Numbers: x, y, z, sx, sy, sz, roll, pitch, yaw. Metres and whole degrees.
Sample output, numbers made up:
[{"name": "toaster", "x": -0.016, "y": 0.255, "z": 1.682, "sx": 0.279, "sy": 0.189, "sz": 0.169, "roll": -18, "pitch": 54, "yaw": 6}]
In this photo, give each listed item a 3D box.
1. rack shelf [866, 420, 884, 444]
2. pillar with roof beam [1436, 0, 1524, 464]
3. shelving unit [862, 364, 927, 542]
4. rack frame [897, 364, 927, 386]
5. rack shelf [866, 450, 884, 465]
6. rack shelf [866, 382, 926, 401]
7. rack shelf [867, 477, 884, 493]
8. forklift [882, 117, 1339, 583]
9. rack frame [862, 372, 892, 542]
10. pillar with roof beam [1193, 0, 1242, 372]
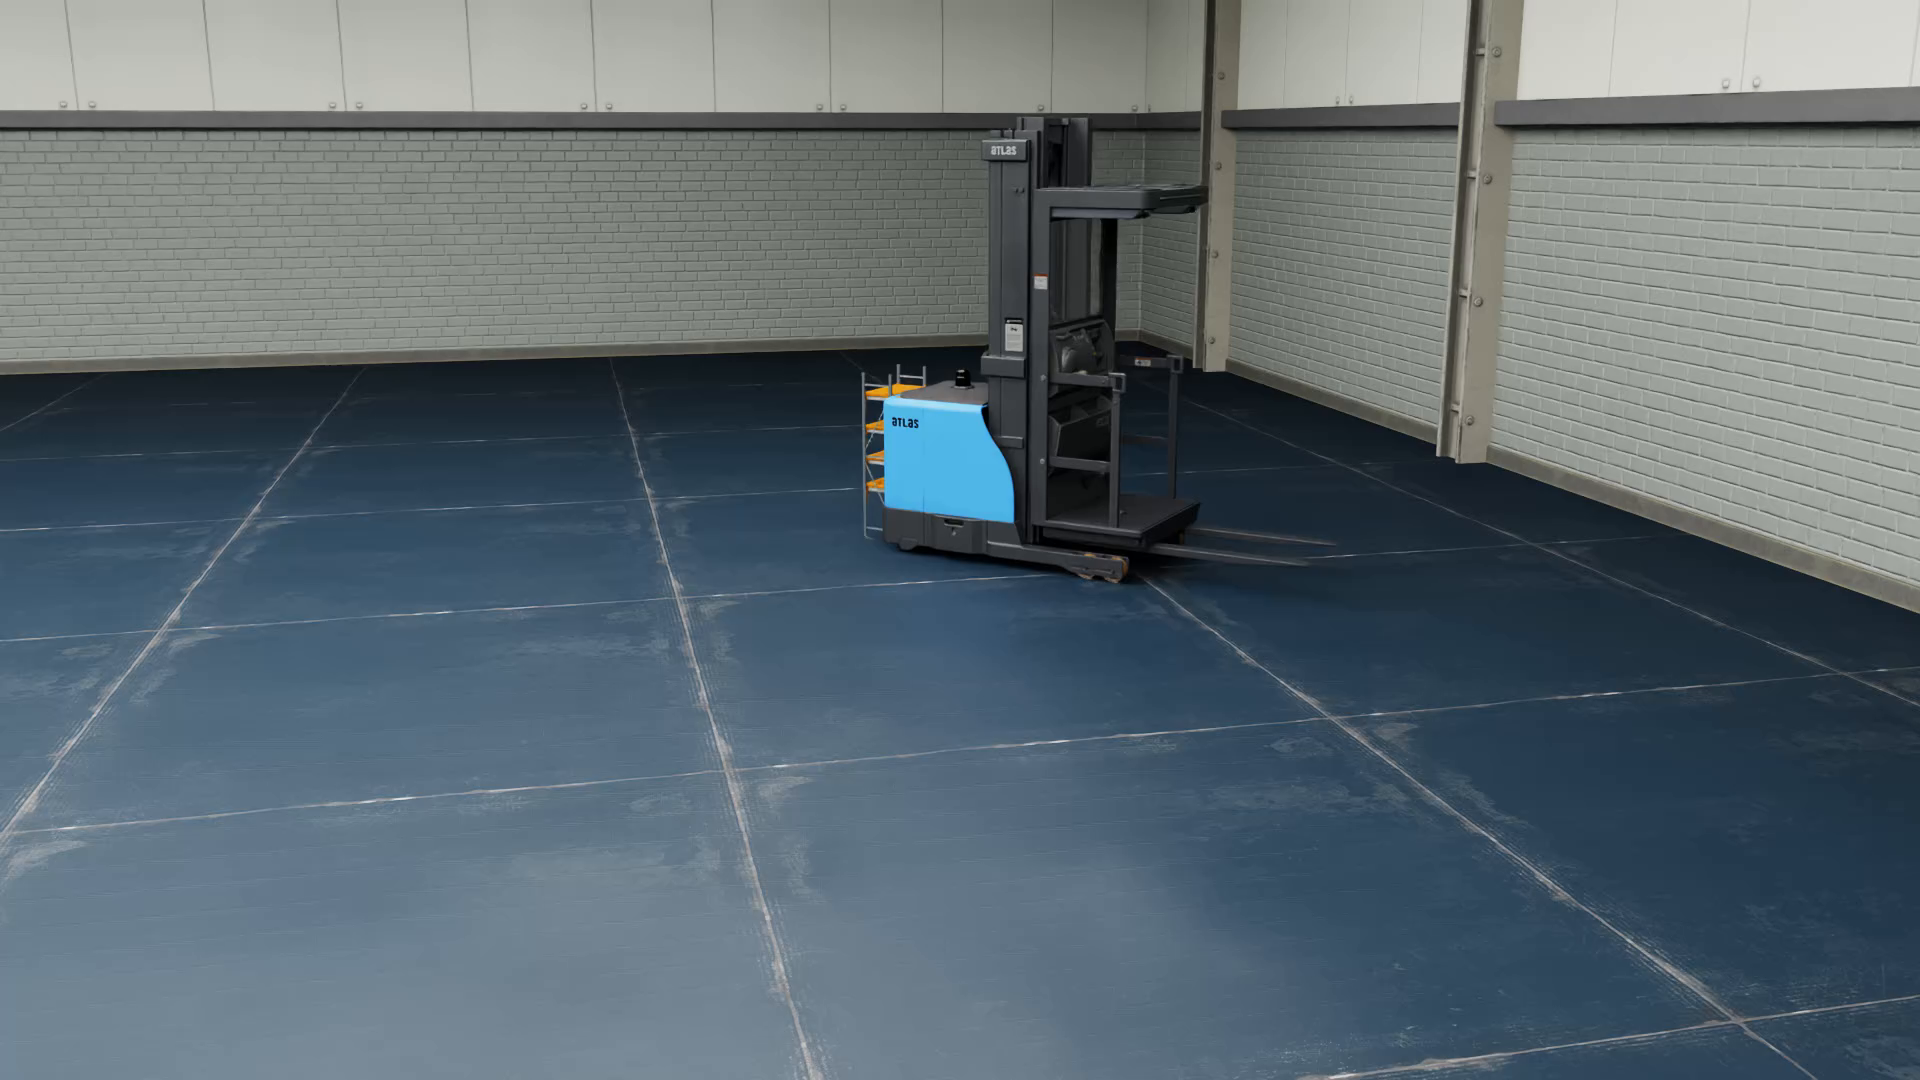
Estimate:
[{"name": "rack shelf", "x": -0.467, "y": -0.785, "z": 11.954, "sx": 0.258, "sy": 0.148, "sz": 0.480, "roll": 7, "pitch": 15, "yaw": 27}, {"name": "pillar with roof beam", "x": 0.320, "y": -4.861, "z": 12.861, "sx": 9.100, "sy": 9.000, "sz": 0.400, "roll": -3, "pitch": 14, "yaw": -13}, {"name": "shelving unit", "x": -0.467, "y": -0.633, "z": 11.992, "sx": 0.258, "sy": 1.200, "sz": 0.503, "roll": 7, "pitch": 15, "yaw": 27}, {"name": "rack frame", "x": -0.351, "y": -0.684, "z": 12.200, "sx": 0.240, "sy": 1.200, "sz": 0.015, "roll": 7, "pitch": 15, "yaw": 27}, {"name": "rack shelf", "x": -0.467, "y": -0.568, "z": 12.008, "sx": 0.258, "sy": 0.148, "sz": 0.480, "roll": 7, "pitch": 15, "yaw": 27}, {"name": "rack shelf", "x": -0.467, "y": -1.015, "z": 11.898, "sx": 0.258, "sy": 0.148, "sz": 0.480, "roll": 7, "pitch": 15, "yaw": 27}, {"name": "rack shelf", "x": -0.467, "y": -0.375, "z": 12.055, "sx": 0.258, "sy": 0.148, "sz": 0.480, "roll": 7, "pitch": 15, "yaw": 27}, {"name": "forklift", "x": 1.000, "y": -1.290, "z": 11.033, "sx": 3.031, "sy": 2.935, "sz": 1.130, "roll": 7, "pitch": 16, "yaw": 28}, {"name": "rack frame", "x": -0.582, "y": -0.582, "z": 11.783, "sx": 0.240, "sy": 1.200, "sz": 0.015, "roll": 7, "pitch": 15, "yaw": 27}, {"name": "pillar with roof beam", "x": -1.089, "y": -6.245, "z": 18.527, "sx": 9.100, "sy": 9.000, "sz": 0.400, "roll": -3, "pitch": 14, "yaw": -13}]
